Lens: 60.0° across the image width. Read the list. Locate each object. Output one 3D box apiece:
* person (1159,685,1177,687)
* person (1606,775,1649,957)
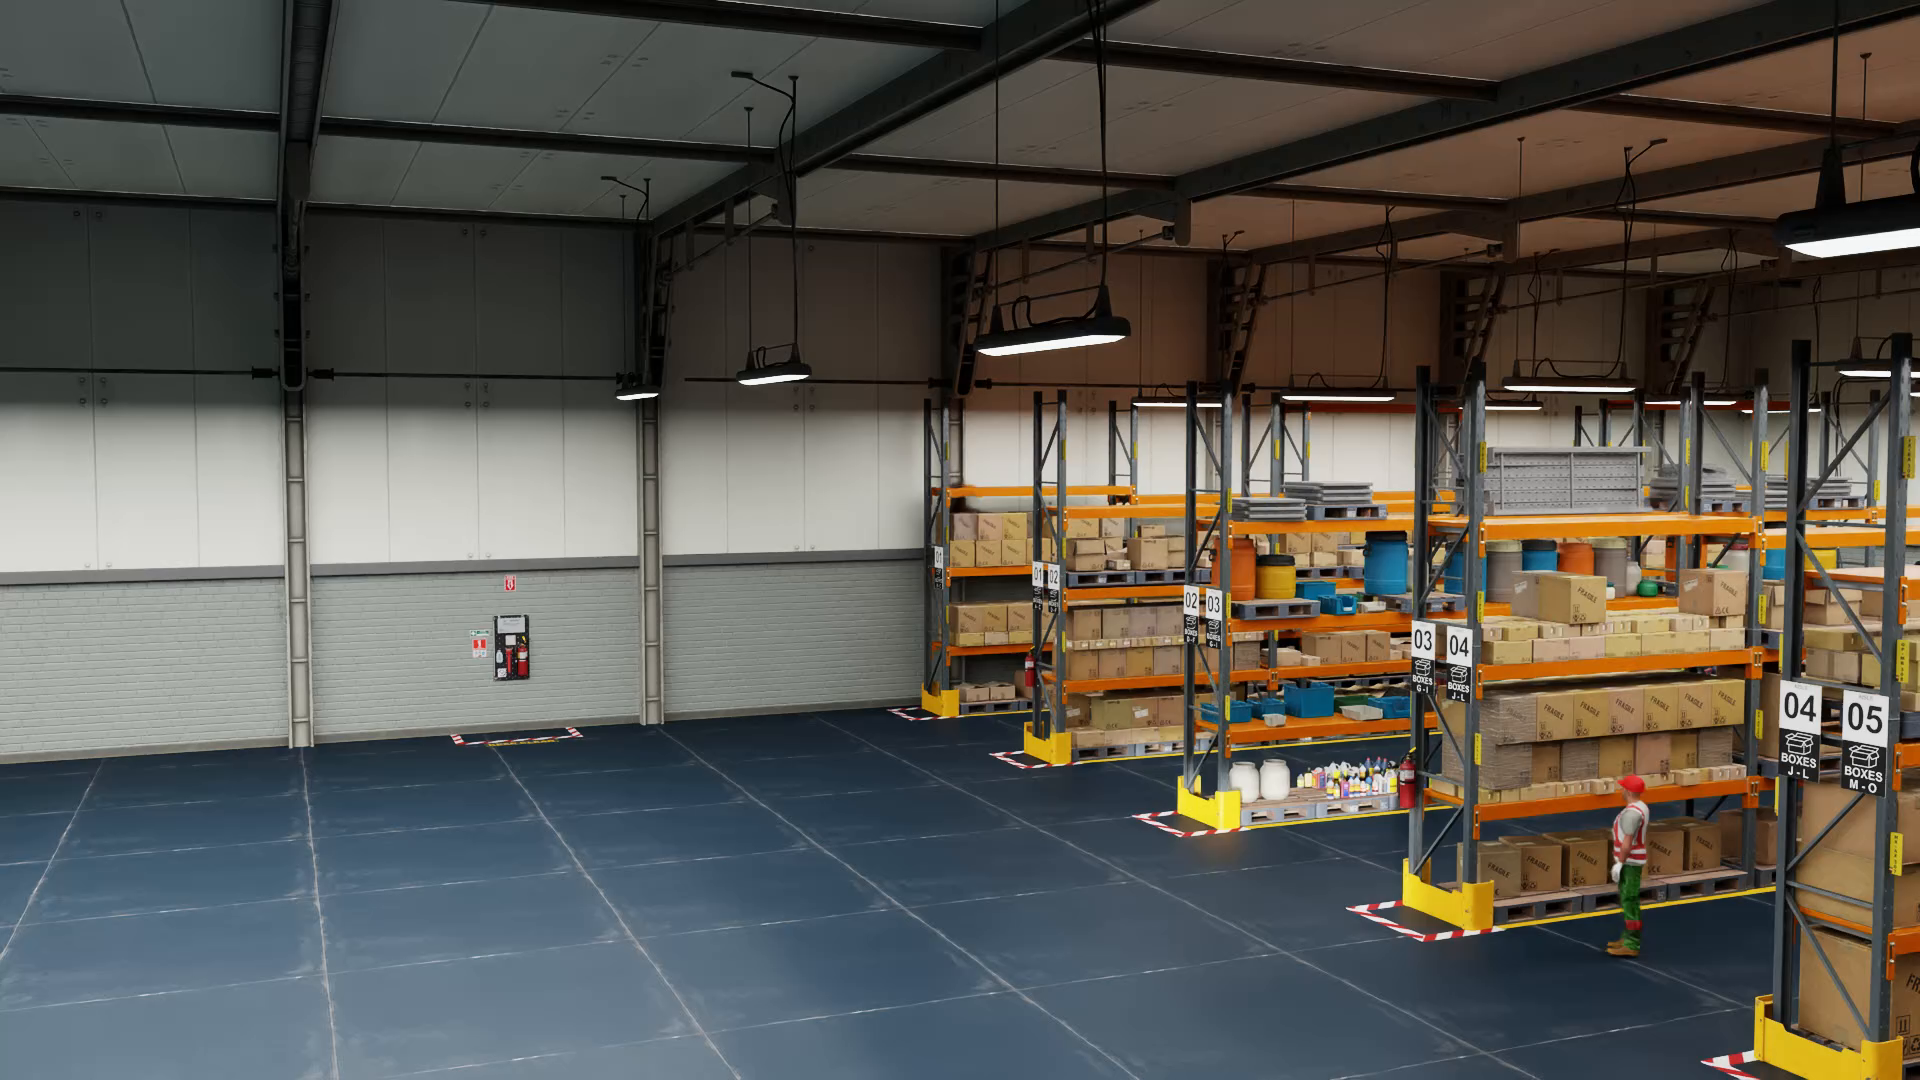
[{"bbox_3d":[3.874,2.489,30.708,0.618,1.742,0.397,-1,4,-24],"label":"person"},{"bbox_3d":[6.765,3.267,16.845,0.408,1.797,0.551,1,3,15],"label":"person"}]
